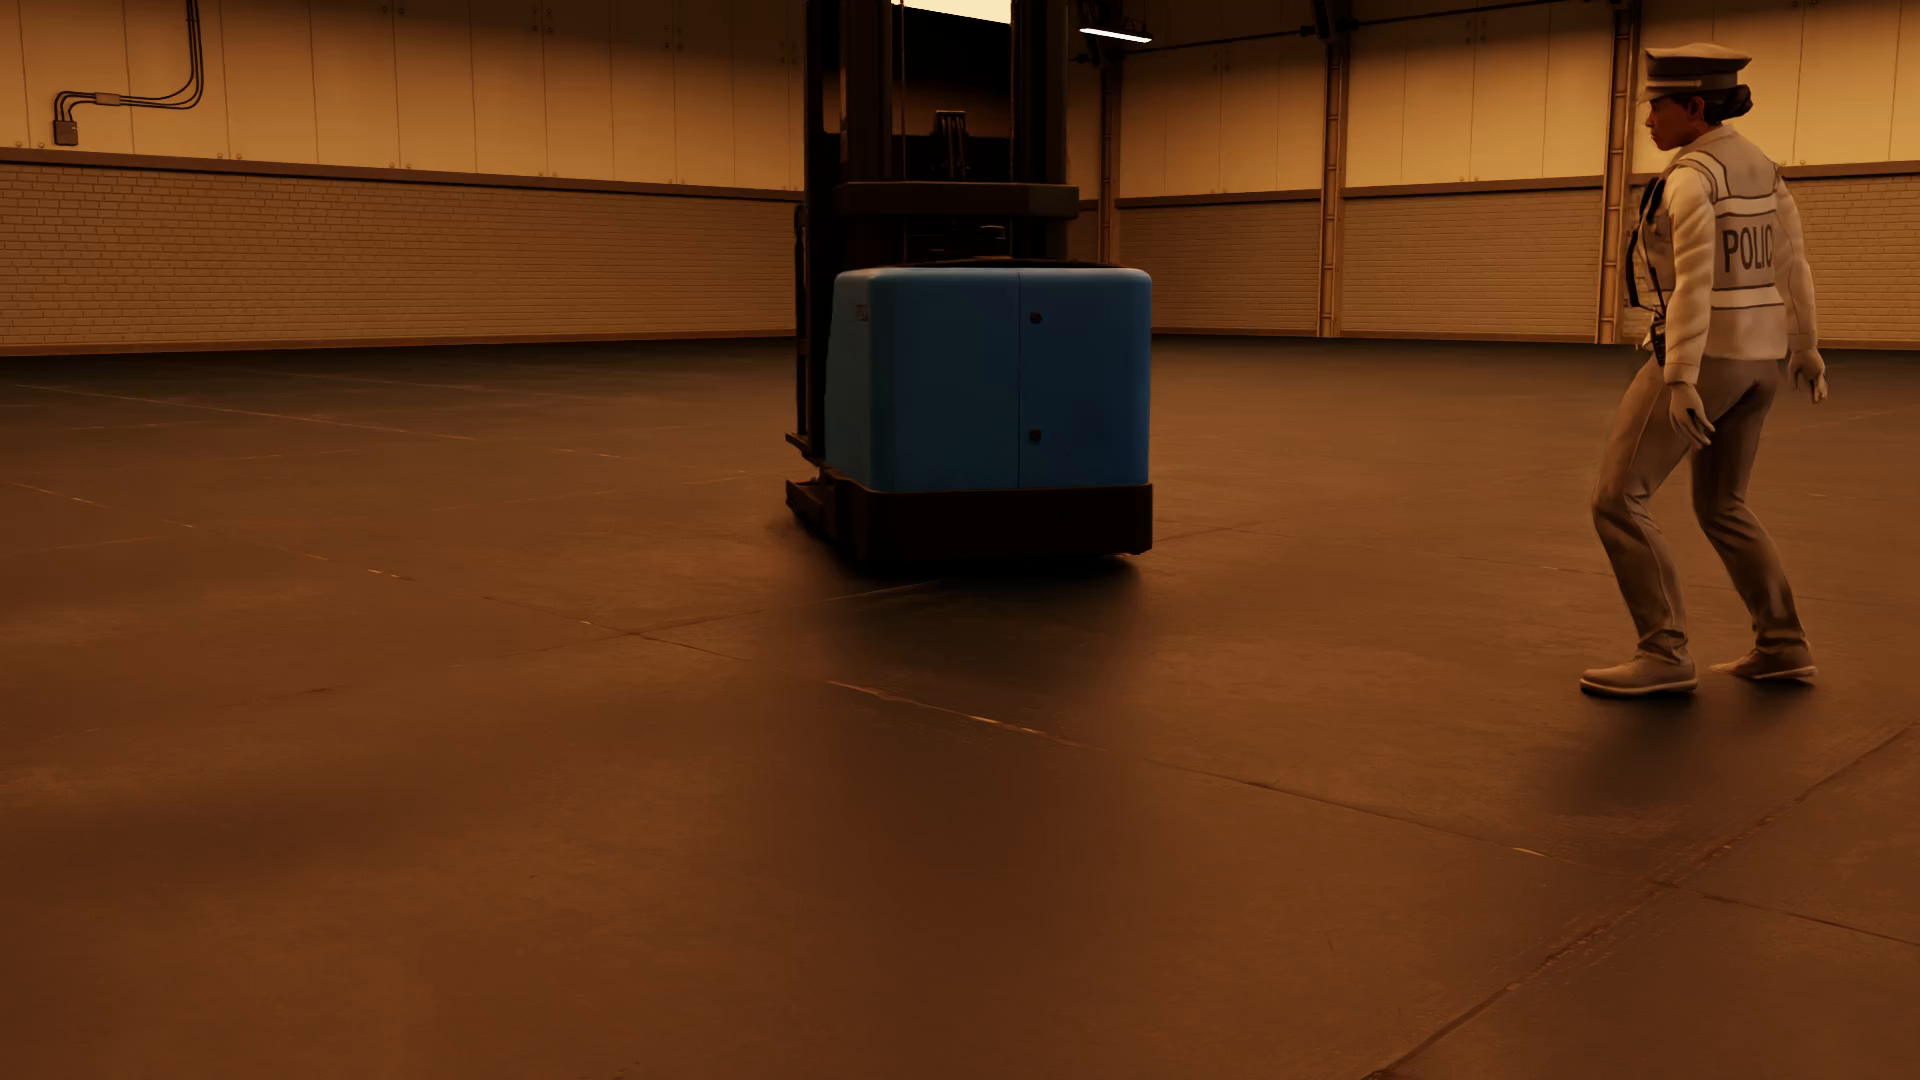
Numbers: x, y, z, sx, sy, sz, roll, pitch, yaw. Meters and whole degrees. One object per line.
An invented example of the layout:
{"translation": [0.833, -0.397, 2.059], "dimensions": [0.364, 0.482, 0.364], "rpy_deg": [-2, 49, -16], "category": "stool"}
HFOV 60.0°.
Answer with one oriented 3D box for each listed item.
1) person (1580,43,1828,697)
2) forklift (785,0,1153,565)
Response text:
{"translation": [1.942, -0.416, 4.222], "dimensions": [0.811, 1.646, 0.431], "rpy_deg": [-6, 11, -36], "category": "person"}
{"translation": [-0.158, -1.538, 7.085], "dimensions": [1.130, 2.935, 3.031], "rpy_deg": [-2, 9, -14], "category": "forklift"}
